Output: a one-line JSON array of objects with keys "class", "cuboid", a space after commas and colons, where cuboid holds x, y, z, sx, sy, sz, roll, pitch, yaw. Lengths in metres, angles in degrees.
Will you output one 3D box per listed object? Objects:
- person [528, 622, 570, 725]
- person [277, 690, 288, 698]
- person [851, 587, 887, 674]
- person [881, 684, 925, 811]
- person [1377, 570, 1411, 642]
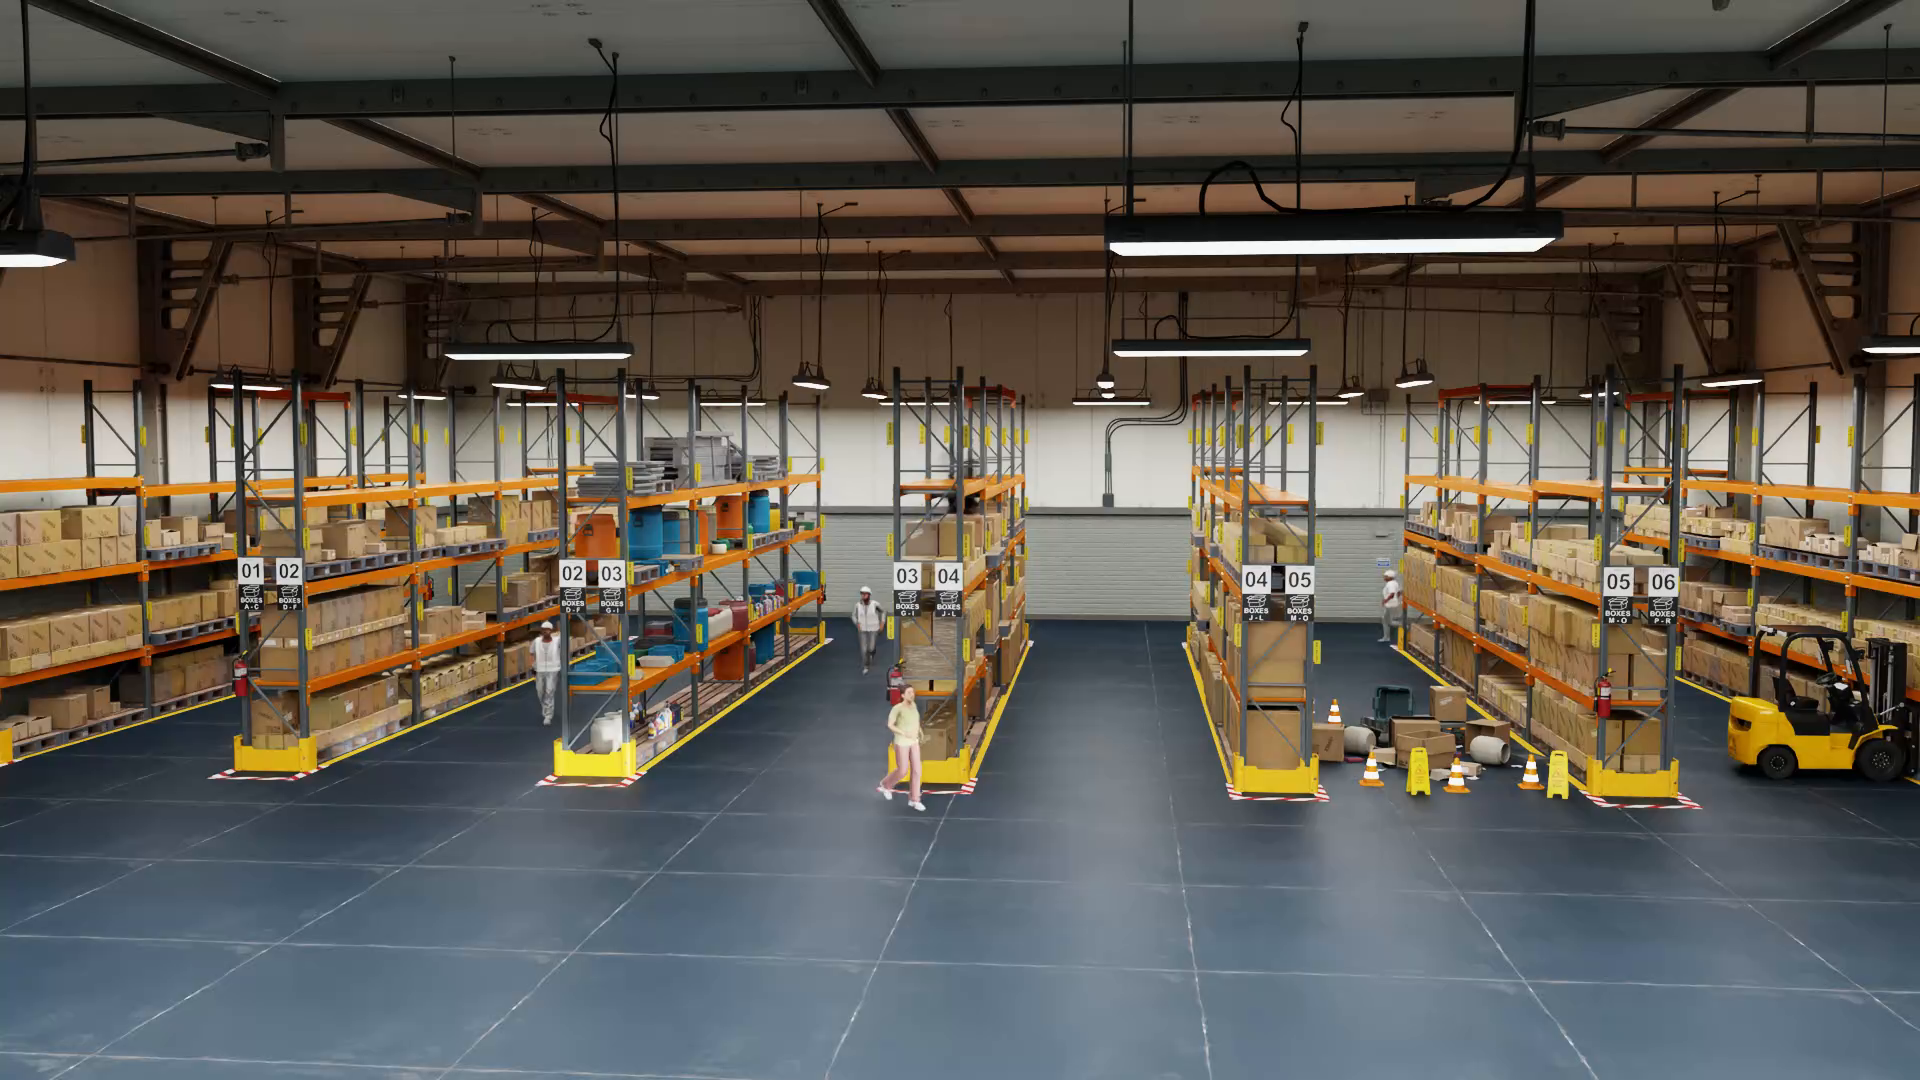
[{"class": "person", "cuboid": [-7.215, 2.313, 29.170, 0.709, 1.775, 0.770, 0, 4, -2]}, {"class": "person", "cuboid": [-11.412, 2.416, 28.274, 0.627, 1.680, 0.656, 0, 4, 6]}, {"class": "person", "cuboid": [-1.826, 1.803, 33.036, 0.684, 1.752, 0.630, 0, 4, 7]}, {"class": "person", "cuboid": [-0.746, 2.775, 22.527, 0.600, 1.677, 0.811, -3, 5, -42]}, {"class": "person", "cuboid": [10.538, 1.622, 40.328, 0.818, 1.769, 0.709, 1, 4, 19]}]
